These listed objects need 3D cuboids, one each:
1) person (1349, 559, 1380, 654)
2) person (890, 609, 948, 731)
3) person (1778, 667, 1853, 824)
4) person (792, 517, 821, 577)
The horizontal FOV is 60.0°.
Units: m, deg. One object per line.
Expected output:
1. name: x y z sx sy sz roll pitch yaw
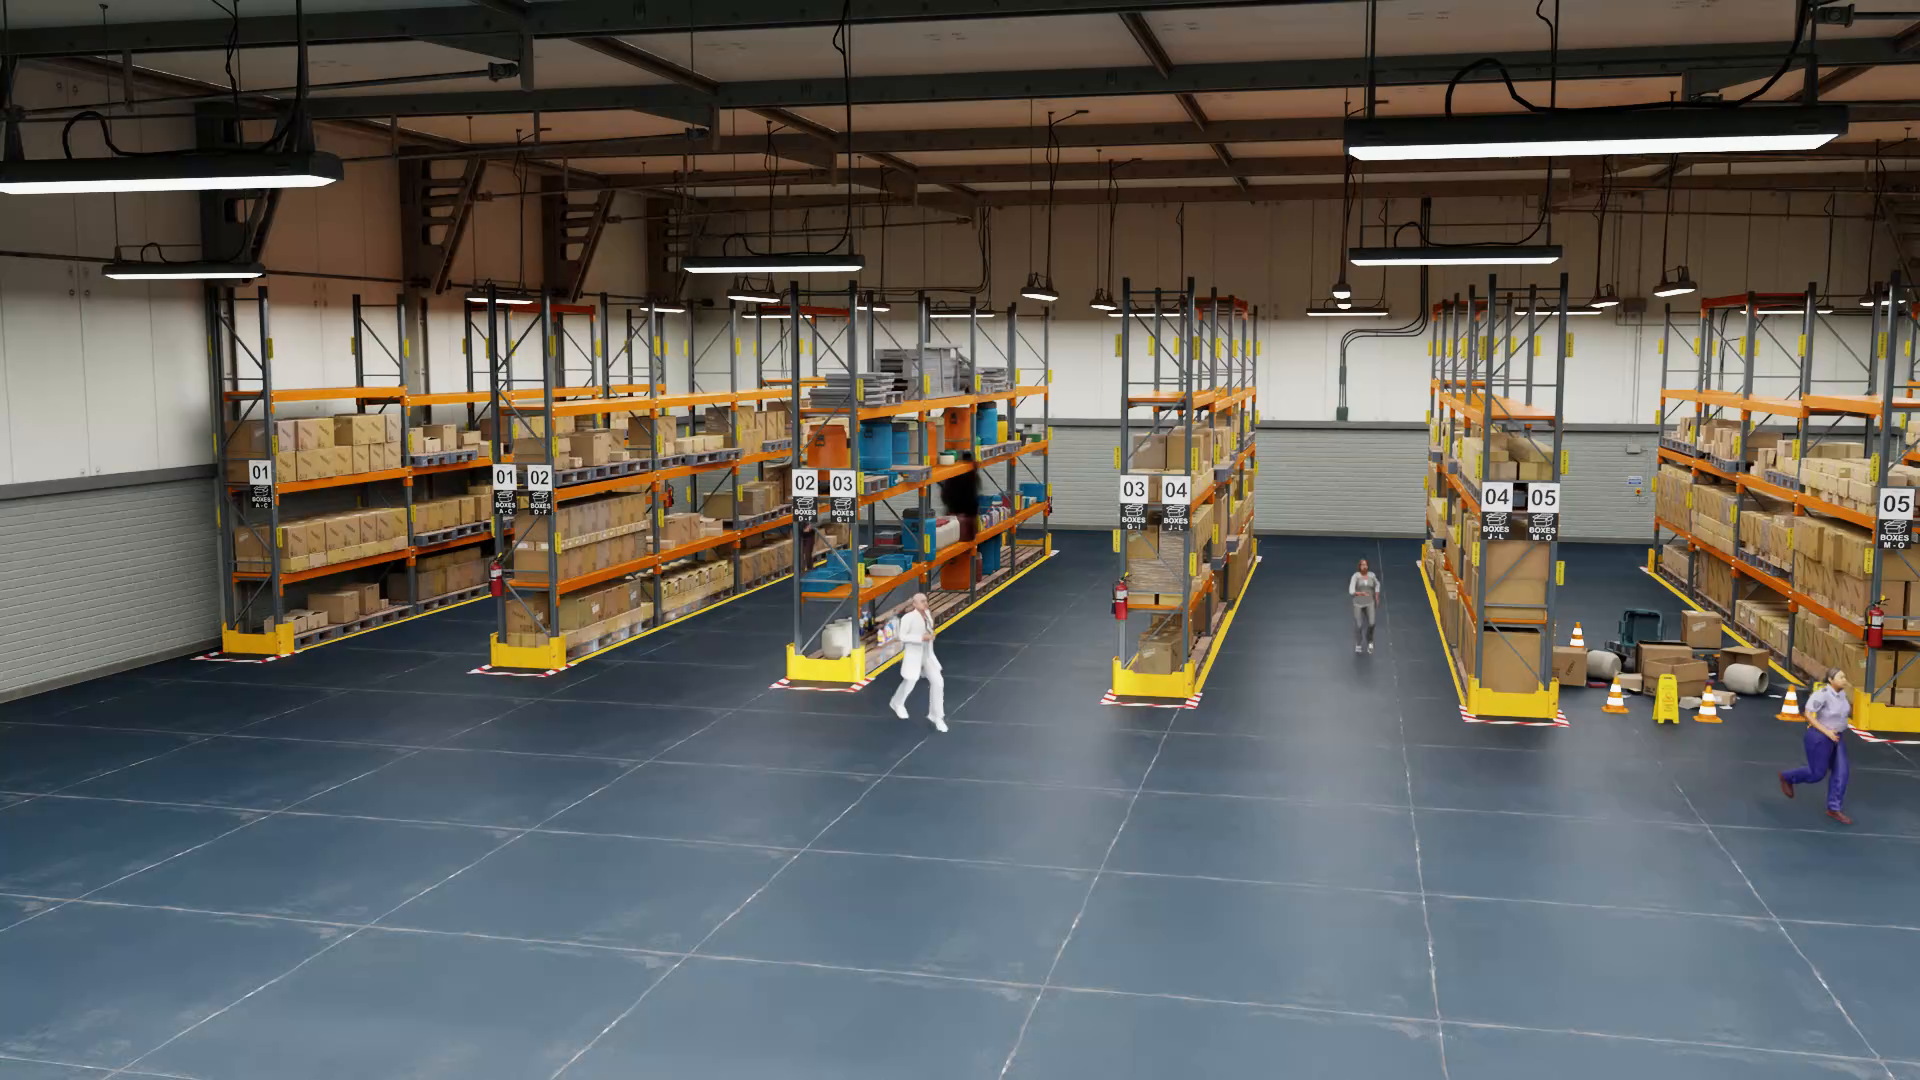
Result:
1. person: 6.619 1.095 27.174 0.530 1.555 0.639 1 7 6
2. person: -0.608 1.709 22.082 0.672 1.645 1.015 -5 8 -39
3. person: 9.287 2.169 17.917 0.630 1.627 0.854 -4 8 -30
4. person: -3.158 -0.093 33.868 0.656 1.581 0.568 2 7 14
